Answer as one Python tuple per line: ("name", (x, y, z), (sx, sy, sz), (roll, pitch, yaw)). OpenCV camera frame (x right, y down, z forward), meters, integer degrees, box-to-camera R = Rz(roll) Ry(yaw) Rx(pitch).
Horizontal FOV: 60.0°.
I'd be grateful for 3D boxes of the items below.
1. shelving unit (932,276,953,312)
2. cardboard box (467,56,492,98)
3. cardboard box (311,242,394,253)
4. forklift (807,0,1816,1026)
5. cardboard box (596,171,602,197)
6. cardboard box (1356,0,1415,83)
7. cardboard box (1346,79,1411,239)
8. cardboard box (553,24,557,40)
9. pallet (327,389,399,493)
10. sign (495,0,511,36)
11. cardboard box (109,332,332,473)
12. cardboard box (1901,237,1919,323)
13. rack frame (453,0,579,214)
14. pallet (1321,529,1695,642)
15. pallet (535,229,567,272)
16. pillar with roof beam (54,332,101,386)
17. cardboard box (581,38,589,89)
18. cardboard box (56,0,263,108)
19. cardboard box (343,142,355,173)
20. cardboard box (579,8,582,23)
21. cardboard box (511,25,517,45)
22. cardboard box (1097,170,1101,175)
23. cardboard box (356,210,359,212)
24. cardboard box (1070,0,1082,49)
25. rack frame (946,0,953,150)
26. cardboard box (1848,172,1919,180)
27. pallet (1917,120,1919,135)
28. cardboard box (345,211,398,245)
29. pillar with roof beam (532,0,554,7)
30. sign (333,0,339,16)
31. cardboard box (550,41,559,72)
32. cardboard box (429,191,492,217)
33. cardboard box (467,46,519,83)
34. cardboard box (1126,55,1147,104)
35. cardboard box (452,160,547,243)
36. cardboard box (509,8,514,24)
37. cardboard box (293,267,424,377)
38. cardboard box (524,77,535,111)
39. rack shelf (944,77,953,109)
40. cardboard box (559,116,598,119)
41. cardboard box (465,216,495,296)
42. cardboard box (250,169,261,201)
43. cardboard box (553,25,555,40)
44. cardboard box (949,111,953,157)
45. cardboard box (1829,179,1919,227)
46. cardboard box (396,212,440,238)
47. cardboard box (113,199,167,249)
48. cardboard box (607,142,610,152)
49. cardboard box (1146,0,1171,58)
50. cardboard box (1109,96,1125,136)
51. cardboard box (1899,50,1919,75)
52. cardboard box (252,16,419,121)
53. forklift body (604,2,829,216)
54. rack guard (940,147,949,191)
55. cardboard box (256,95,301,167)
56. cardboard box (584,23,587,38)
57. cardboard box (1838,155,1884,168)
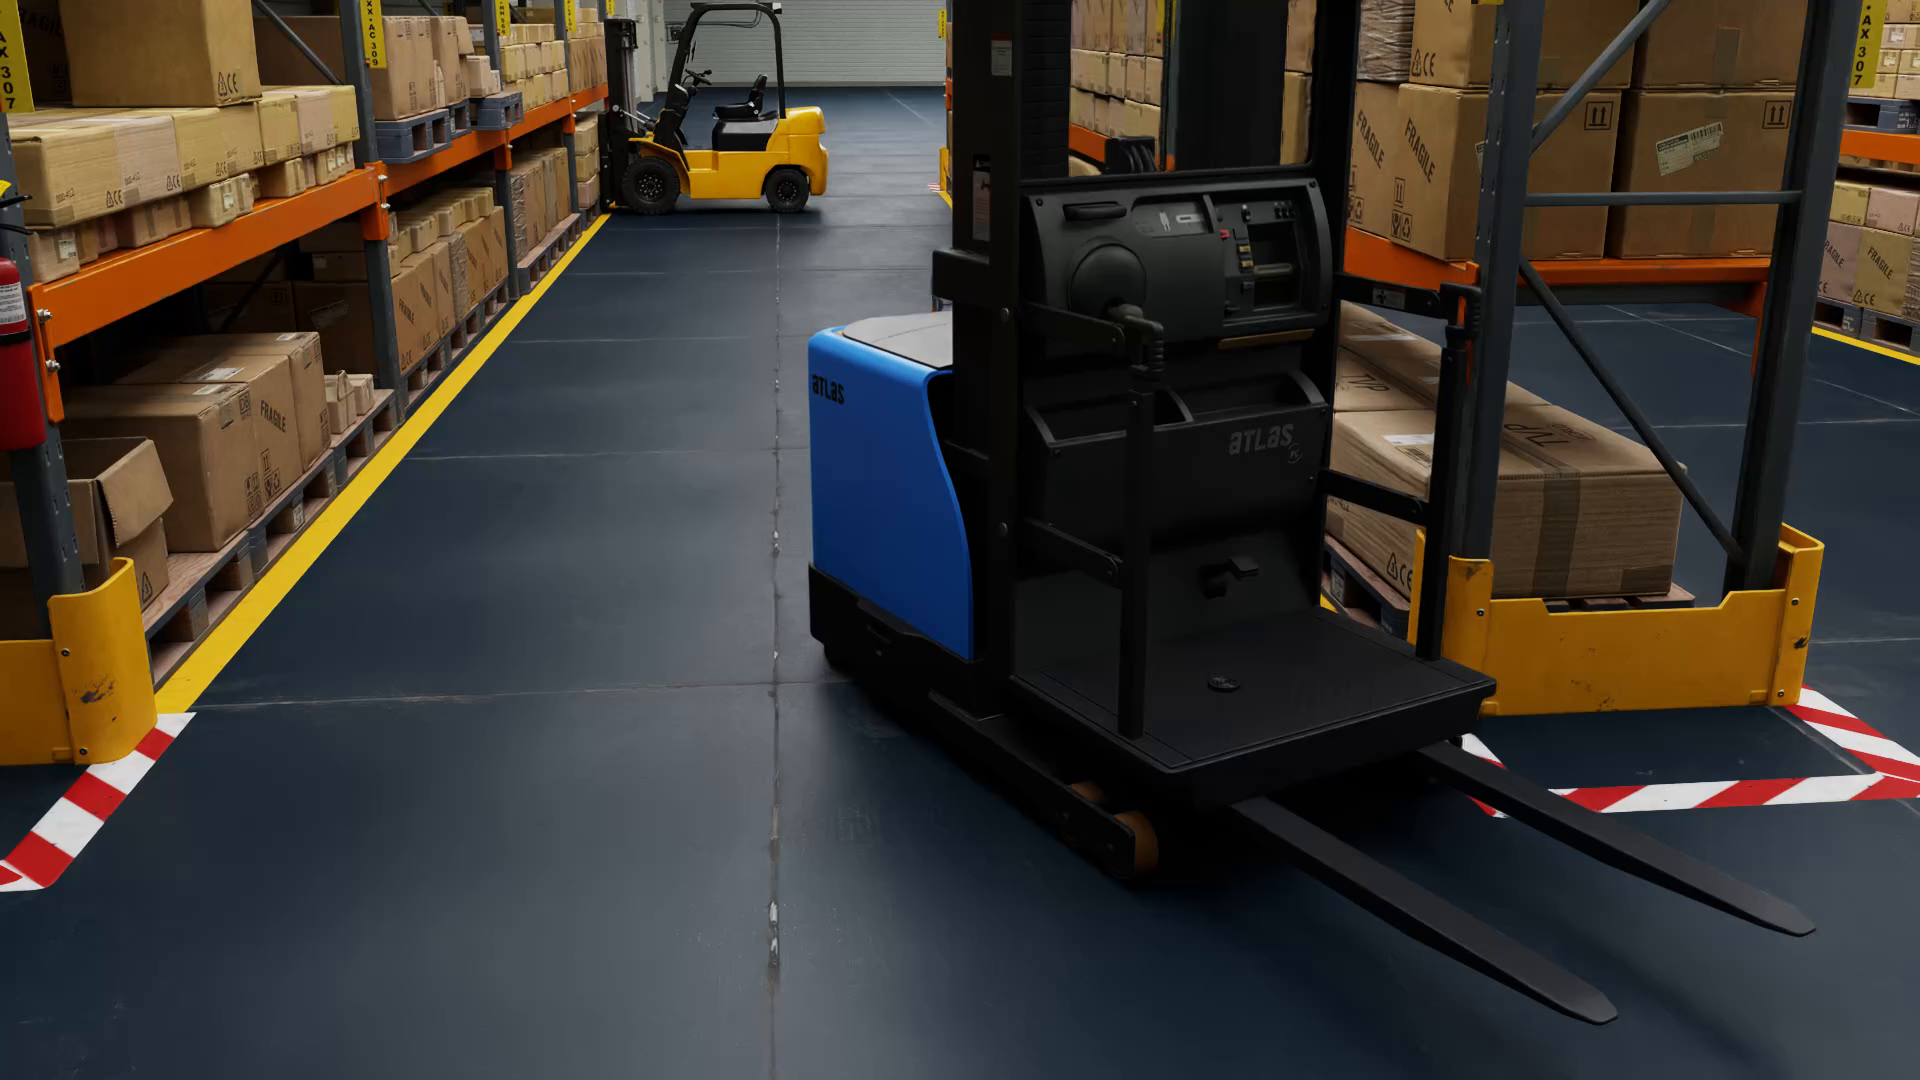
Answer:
("shelving unit", (0.006, -0.485, 6.469), (0.215, 1.050, 0.252), (-2, 18, -6))
("cardboard box", (-3.344, -3.022, 10.844), (0.500, 0.250, 0.500), (-3, 18, -8))
("cardboard box", (-3.240, -1.518, 8.894), (0.380, 0.149, 0.250), (-2, 18, -7))
("forklift", (0.695, -0.730, 4.109), (1.130, 2.935, 3.031), (-10, 20, -29))
("cardboard box", (-4.044, -3.735, 17.457), (0.500, 0.250, 0.500), (-1, 17, -5))
("cardboard box", (1.617, -1.784, 5.516), (0.500, 0.500, 0.500), (-2, 18, -5))
("cardboard box", (1.637, -1.302, 5.648), (0.500, 0.500, 0.500), (-2, 18, -7))
("cardboard box", (-3.959, -4.849, 15.866), (0.380, 0.149, 0.250), (-2, 18, -7))
("pallet", (-3.292, -0.470, 7.824), (1.003, 0.211, 1.213), (-2, 18, -6))
("sign", (-3.236, -3.732, 11.755), (0.100, 0.325, 0.005), (-2, 18, -6))
("cardboard box", (-3.075, -0.572, 6.963), (0.700, 0.500, 0.500), (-2, 18, -8))
("cardboard box", (6.161, -1.564, 10.122), (0.500, 0.500, 0.500), (-2, 18, -7))
("rack frame", (-4.187, -4.389, 15.650), (1.000, 3.000, 0.127), (-2, 18, -6))
("pallet", (1.827, 0.126, 5.923), (1.003, 0.211, 1.213), (-2, 18, -6))
("pallet", (-3.944, -2.476, 14.212), (1.003, 0.211, 1.213), (-2, 18, -6))
("pillar with roof beam", (0.095, -4.766, 6.833), (9.100, 9.000, 0.400), (-2, 18, -6))
("cardboard box", (-4.097, -4.883, 17.055), (0.500, 0.500, 0.500), (-2, 18, -6))
("cardboard box", (-2.884, -1.832, 6.008), (0.500, 0.500, 0.500), (-1, 17, -4))
("cardboard box", (-3.078, -1.799, 7.818), (0.380, 0.149, 0.250), (-2, 17, -5))
("cardboard box", (-4.189, -5.523, 17.515), (0.380, 0.149, 0.250), (-2, 17, -5))
("cardboard box", (-3.635, -3.891, 12.814), (0.380, 0.149, 0.250), (-2, 17, -5))
("cardboard box", (1.330, -1.798, 10.242), (0.875, 0.875, 0.875), (-1, 17, -4))
("cardboard box", (-3.845, -1.966, 10.321), (0.380, 0.149, 0.250), (-2, 18, -5))
("cardboard box", (1.030, -3.575, 11.219), (0.500, 0.500, 0.500), (-2, 18, -5))
("rack frame", (0.337, -5.735, 19.938), (1.000, 3.000, 0.127), (-2, 18, -6))
("cardboard box", (6.506, -2.403, 11.543), (0.500, 0.250, 0.500), (-1, 17, -4))
("pallet", (6.554, -2.484, 9.901), (1.003, 0.211, 1.213), (-2, 18, -6))
("cardboard box", (-3.209, -1.656, 8.836), (0.380, 0.149, 0.250), (-3, 18, -8))
("pillar with roof beam", (-1.761, -10.128, 23.915), (9.100, 9.000, 0.400), (-2, 18, -6))
("sign", (-4.327, -3.732, 11.623), (0.100, 0.325, 0.005), (-2, 18, -6))
("cardboard box", (-3.822, -4.265, 14.669), (0.500, 0.250, 0.500), (-2, 18, -7))
("cardboard box", (-3.413, -2.295, 11.368), (0.380, 0.149, 0.250), (-3, 18, -9))
("cardboard box", (-3.553, -3.505, 12.249), (0.500, 0.250, 0.500), (-2, 18, -6))
("cardboard box", (1.228, -2.600, 9.365), (0.500, 0.250, 0.500), (-1, 17, -4))
("cardboard box", (-3.970, -2.846, 13.998), (0.875, 0.625, 0.625), (-3, 18, -8))
("cardboard box", (-4.506, -5.050, 16.009), (0.380, 0.149, 0.250), (-2, 18, -7))
("cardboard box", (-3.188, -1.164, 8.850), (0.500, 0.500, 0.500), (-1, 17, -3))
("cardboard box", (-3.685, -3.569, 13.287), (0.500, 0.250, 0.500), (-2, 18, -7))
("rack shelf", (0.543, -4.796, 18.148), (1.077, 0.370, 4.000), (-2, 18, -6))
("cardboard box", (-4.122, -4.517, 18.277), (0.500, 0.250, 0.500), (-2, 17, -5))
("cardboard box", (-3.476, -1.936, 11.309), (0.500, 0.500, 0.500), (-2, 18, -6))
("cardboard box", (-3.009, -1.410, 6.581), (0.380, 0.149, 0.250), (-2, 17, -5))
("cardboard box", (-3.931, -4.651, 15.235), (0.380, 0.149, 0.250), (-1, 17, -4))
("cardboard box", (0.148, -4.726, 19.359), (0.500, 0.500, 0.500), (-2, 18, -7))
("cardboard box", (6.051, -2.233, 11.003), (0.500, 0.250, 0.500), (-3, 18, -8))
("cardboard box", (-3.388, -1.905, 10.125), (0.380, 0.149, 0.250), (-2, 18, -5))
("cardboard box", (-2.810, -1.029, 5.367), (0.380, 0.149, 0.250), (-1, 17, -4))
("cardboard box", (-4.124, -4.270, 18.324), (0.500, 0.250, 0.500), (-2, 18, -7))
("cardboard box", (1.279, -2.810, 8.784), (0.500, 0.500, 0.500), (-1, 17, -4))
("cardboard box", (1.193, -2.517, 9.937), (0.500, 0.250, 0.500), (-2, 18, -7))
("cardboard box", (6.141, -2.989, 10.413), (0.380, 0.149, 0.250), (-3, 18, -8))
("cardboard box", (-3.190, -2.405, 8.461), (0.700, 0.500, 0.500), (-1, 17, -4))
("forklift body", (-2.590, -4.667, 17.953), (2.313, 2.155, 1.214), (-2, 18, -6))
("rack guard", (0.345, -4.520, 20.240), (1.175, 0.500, 0.348), (-2, 18, -6))
("cardboard box", (-2.962, -1.634, 6.628), (0.500, 0.250, 0.500), (-2, 18, -6))
("cardboard box", (-4.098, -5.311, 17.335), (0.380, 0.149, 0.250), (-2, 18, -7))
("cardboard box", (10.396, -4.331, 18.936), (0.500, 0.500, 0.500), (-3, 18, -11))
